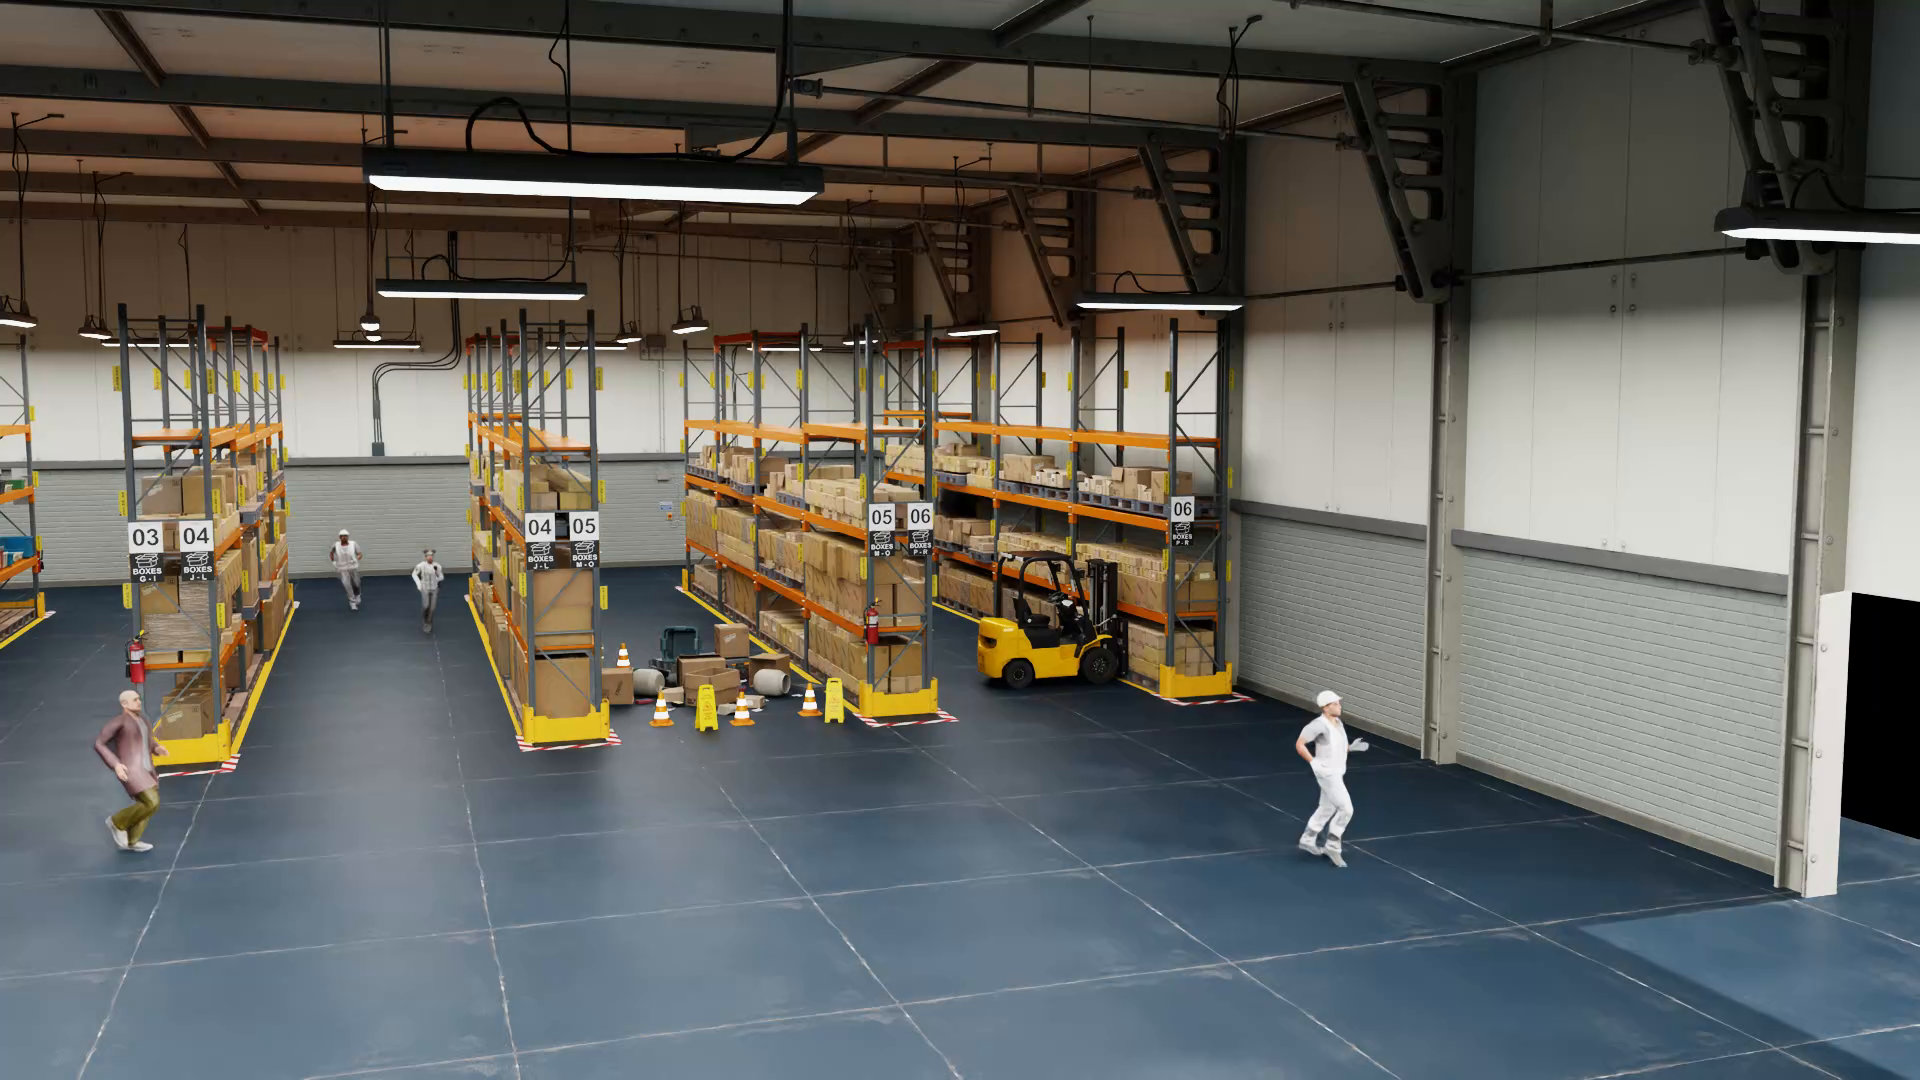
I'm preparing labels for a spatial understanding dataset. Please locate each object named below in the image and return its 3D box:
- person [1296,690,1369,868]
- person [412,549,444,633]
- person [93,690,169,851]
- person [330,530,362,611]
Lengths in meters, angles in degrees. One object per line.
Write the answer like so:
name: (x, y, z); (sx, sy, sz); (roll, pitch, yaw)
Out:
person: (3.868, 2.480, 17.314); (0.709, 1.833, 0.634); (3, 6, 31)
person: (-10.618, 0.992, 33.258); (0.574, 1.655, 0.683); (-3, 6, -27)
person: (-8.736, 2.461, 17.689); (0.624, 1.735, 0.701); (1, 5, 6)
person: (-13.540, 0.646, 36.698); (0.671, 1.766, 0.968); (-2, 6, -21)
